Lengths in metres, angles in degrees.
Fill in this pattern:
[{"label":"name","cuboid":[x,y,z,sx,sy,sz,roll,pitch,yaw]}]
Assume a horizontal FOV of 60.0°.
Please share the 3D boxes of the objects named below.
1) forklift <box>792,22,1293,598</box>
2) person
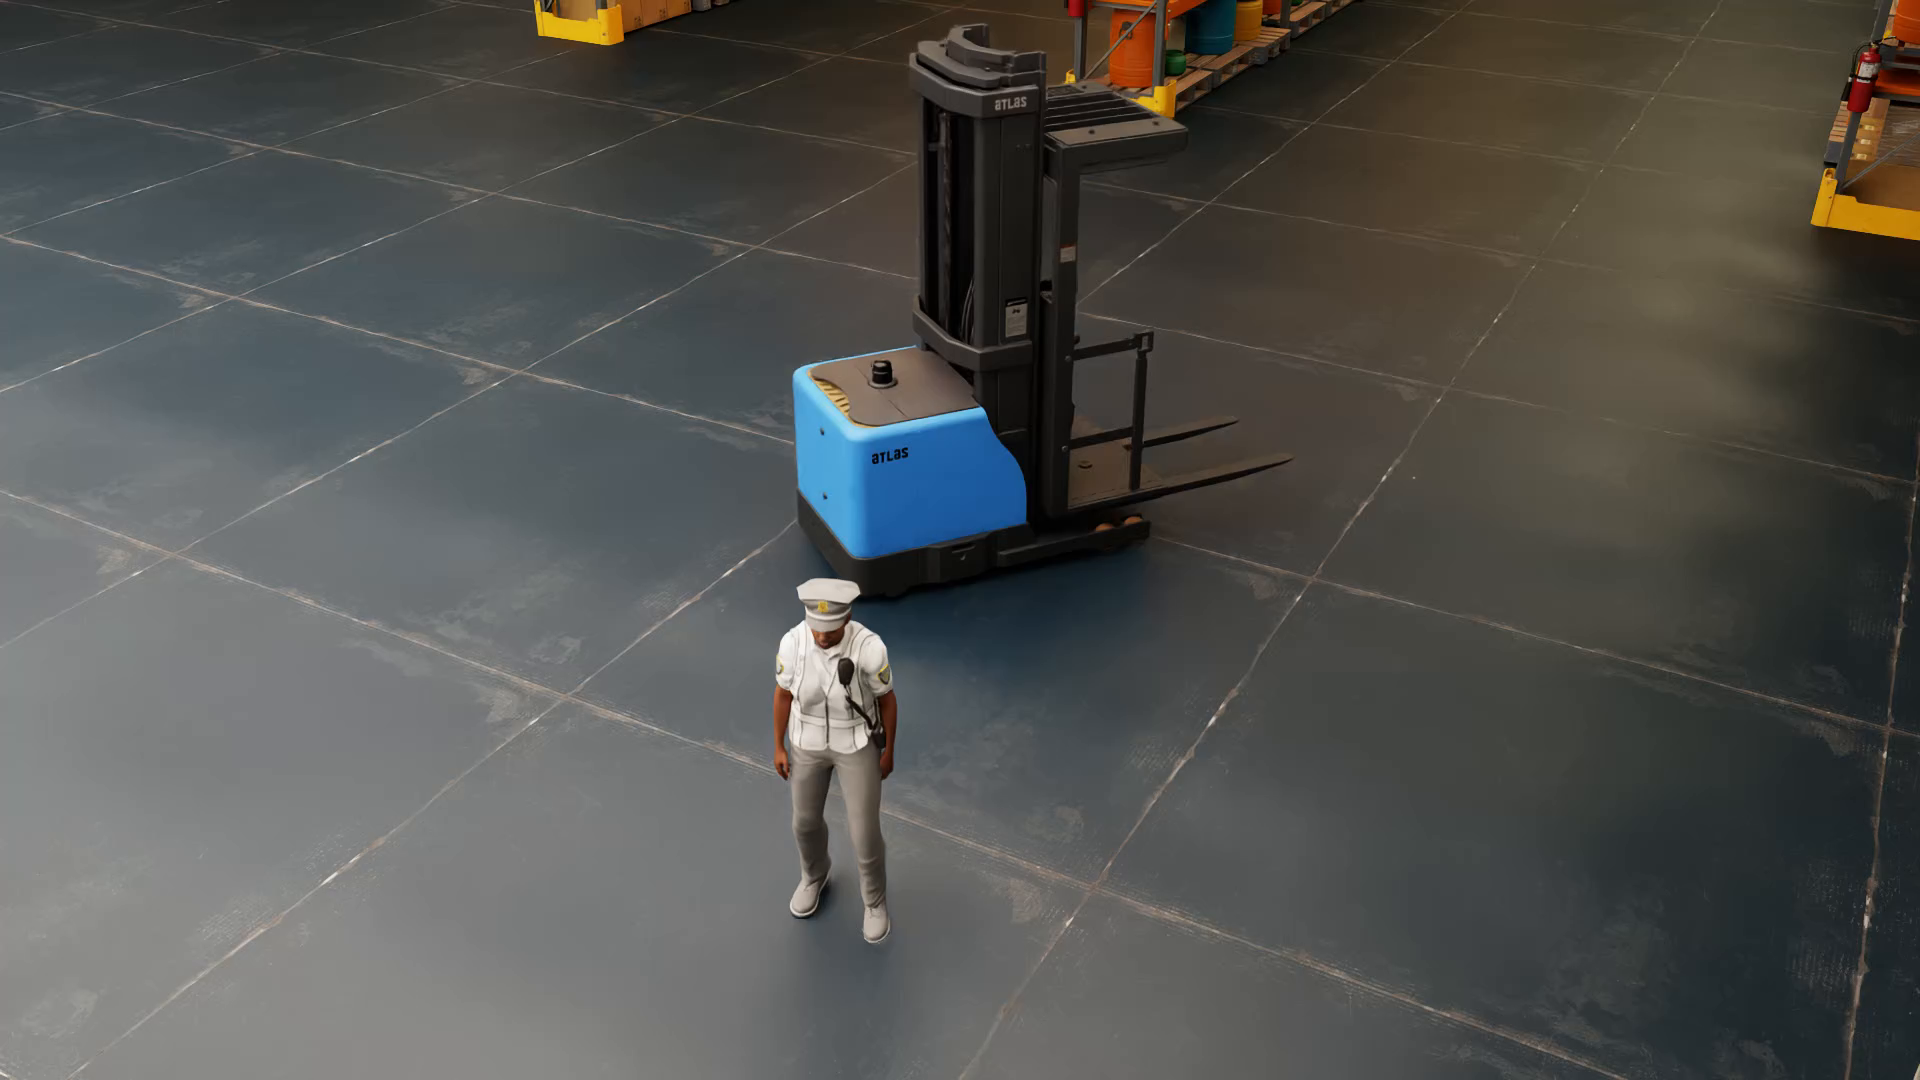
[{"label":"forklift","cuboid":[0.580,-1.427,9.543,3.031,2.935,1.130,-13,32,-21]},{"label":"person","cuboid":[-0.520,0.878,6.841,0.510,1.674,0.419,5,30,9]}]
